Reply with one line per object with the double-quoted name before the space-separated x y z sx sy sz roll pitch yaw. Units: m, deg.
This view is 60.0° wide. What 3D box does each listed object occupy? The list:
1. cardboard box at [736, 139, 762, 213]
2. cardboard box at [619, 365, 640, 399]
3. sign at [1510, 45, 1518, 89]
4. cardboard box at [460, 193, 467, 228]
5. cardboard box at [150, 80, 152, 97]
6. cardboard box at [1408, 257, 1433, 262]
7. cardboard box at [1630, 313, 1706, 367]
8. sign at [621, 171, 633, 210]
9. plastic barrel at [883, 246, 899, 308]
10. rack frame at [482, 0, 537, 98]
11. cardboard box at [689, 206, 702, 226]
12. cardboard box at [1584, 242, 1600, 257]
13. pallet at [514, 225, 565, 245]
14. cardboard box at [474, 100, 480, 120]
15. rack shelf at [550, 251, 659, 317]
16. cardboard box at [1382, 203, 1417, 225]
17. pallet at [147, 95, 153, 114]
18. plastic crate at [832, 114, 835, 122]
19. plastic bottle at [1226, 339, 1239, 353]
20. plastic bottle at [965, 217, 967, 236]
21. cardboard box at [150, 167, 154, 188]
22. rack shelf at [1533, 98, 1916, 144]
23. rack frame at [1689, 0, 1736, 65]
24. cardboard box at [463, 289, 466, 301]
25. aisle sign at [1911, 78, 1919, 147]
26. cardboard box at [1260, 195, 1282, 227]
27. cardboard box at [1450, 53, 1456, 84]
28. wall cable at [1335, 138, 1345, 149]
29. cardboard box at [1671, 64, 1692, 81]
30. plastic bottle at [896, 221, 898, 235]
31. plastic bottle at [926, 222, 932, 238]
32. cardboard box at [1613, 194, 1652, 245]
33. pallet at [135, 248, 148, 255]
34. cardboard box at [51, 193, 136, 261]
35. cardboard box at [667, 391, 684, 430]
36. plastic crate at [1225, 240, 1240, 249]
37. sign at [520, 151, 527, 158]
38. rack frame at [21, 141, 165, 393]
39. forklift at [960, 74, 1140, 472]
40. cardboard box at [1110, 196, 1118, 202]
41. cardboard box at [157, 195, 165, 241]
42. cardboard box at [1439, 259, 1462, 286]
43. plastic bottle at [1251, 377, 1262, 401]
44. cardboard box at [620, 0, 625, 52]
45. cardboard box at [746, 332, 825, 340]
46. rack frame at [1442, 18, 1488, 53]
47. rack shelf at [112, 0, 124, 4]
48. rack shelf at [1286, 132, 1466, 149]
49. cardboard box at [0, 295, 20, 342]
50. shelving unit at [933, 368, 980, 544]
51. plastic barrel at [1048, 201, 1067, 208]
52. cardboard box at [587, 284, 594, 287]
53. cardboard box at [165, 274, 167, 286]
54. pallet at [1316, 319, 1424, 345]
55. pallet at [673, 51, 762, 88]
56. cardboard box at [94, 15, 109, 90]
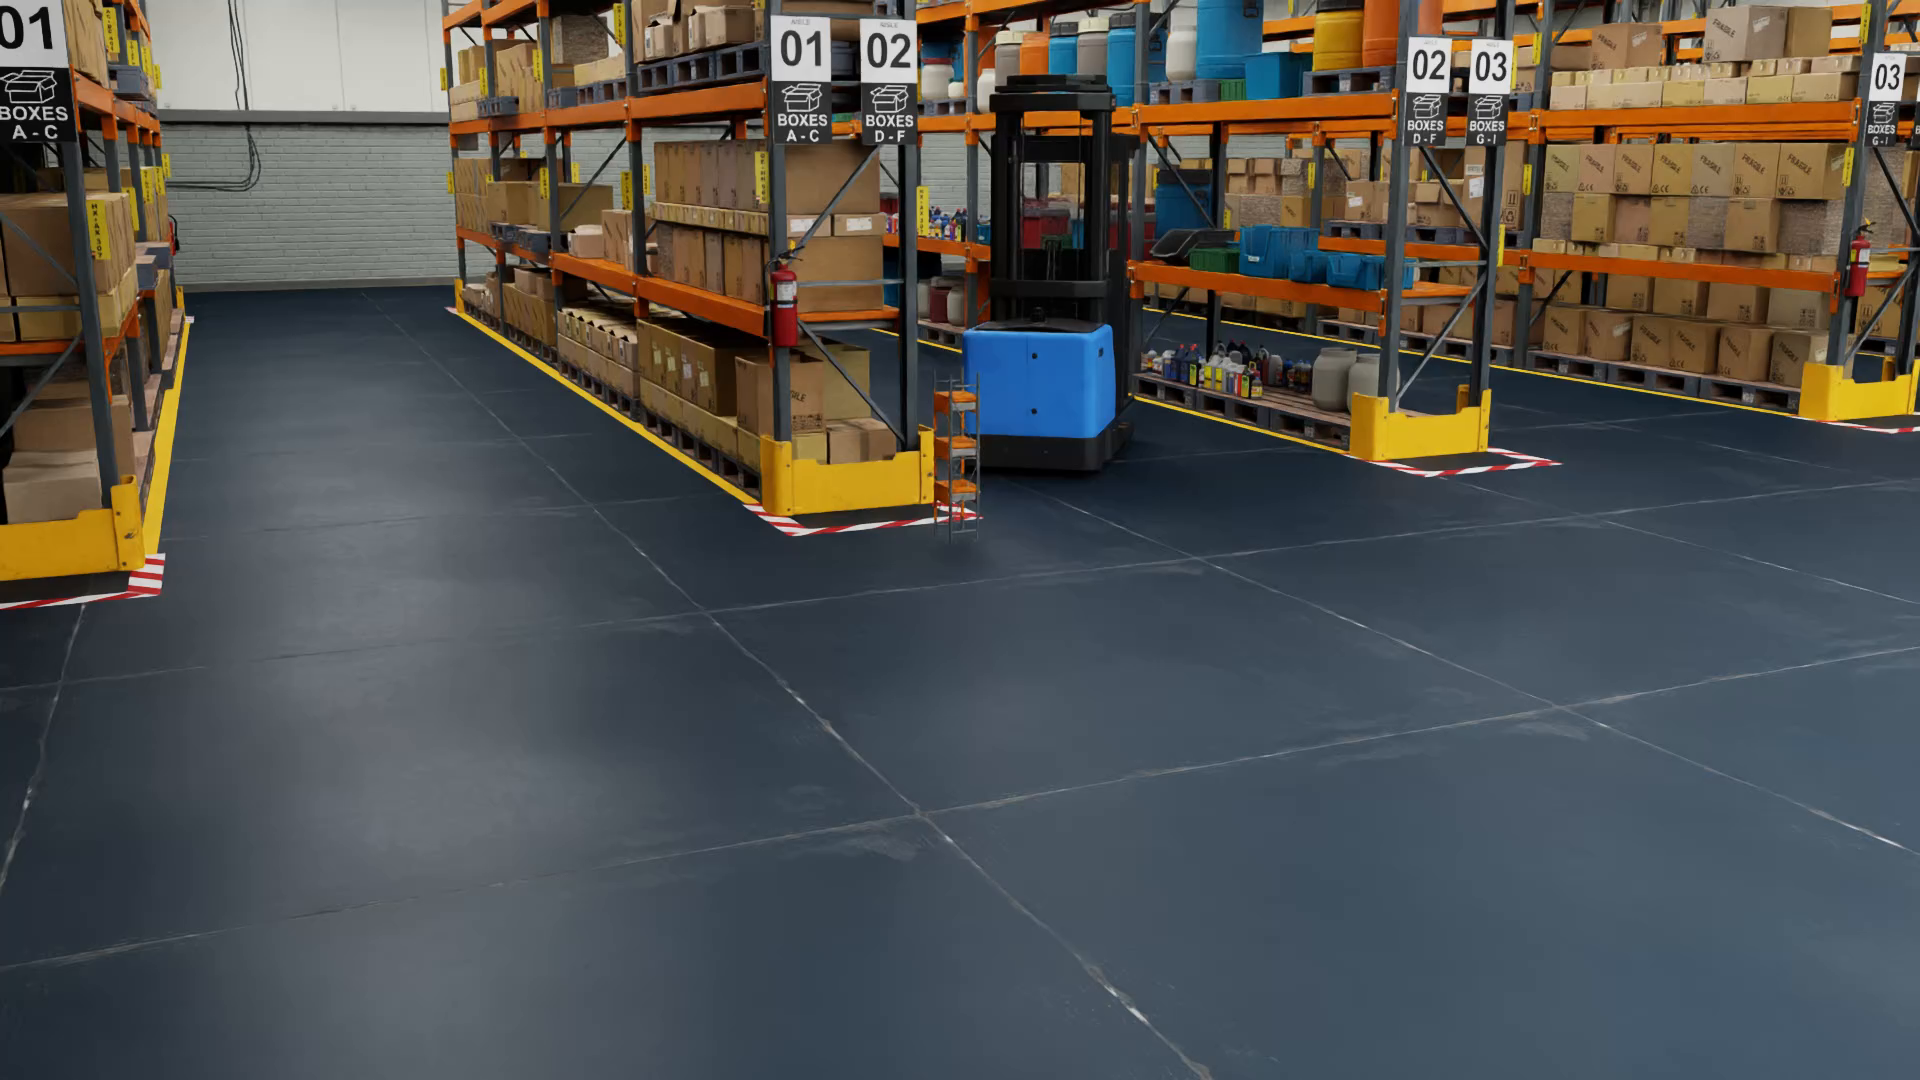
"cardboard box" -1.181 -2.605 11.873 0.700 0.500 0.500 -6 14 -24
"cardboard box" -2.803 -1.458 15.185 0.500 0.250 0.500 -6 14 -24
"sign" 4.277 -3.669 12.896 0.100 0.325 0.005 -6 14 -23
"cardboard box" -7.030 -4.840 24.409 0.500 0.500 0.500 -6 14 -24
"cardboard box" -10.552 -5.758 21.125 0.500 0.250 0.500 -6 14 -25
"cardboard box" 7.707 -4.663 27.938 0.380 0.149 0.250 -5 14 -21
"cardboard box" 7.388 -2.090 17.358 0.500 0.500 0.500 -7 15 -28
"sign" -2.864 -3.008 14.323 0.100 0.325 0.005 -6 14 -23
"plastic barrel" -0.833 -3.702 23.433 0.600 0.901 0.708 -6 14 -23
"rack frame" -5.576 -7.109 21.130 1.000 3.000 0.127 -6 14 -23
"cardboard box" -1.921 -2.560 13.117 0.380 0.149 0.250 -6 14 -25
"cardboard box" 6.840 -3.081 17.587 0.380 0.149 0.250 -6 14 -23
"pallet" -4.757 -3.668 19.992 1.003 0.211 1.213 -6 14 -23
"cardboard box" -6.205 -5.756 22.266 0.500 0.250 0.500 -6 14 -23
"rack shelf" -3.172 -2.597 16.532 1.077 0.370 4.000 -6 14 -23
"cardboard box" 5.566 -4.019 20.482 0.500 0.250 0.500 -6 14 -25
"pallet" -10.431 -5.327 20.276 1.003 0.211 1.213 -6 14 -23
"plastic crate" -1.693 -6.172 24.105 0.416 0.233 0.300 -6 14 -23
"plastic bottle" 2.691 -1.797 16.382 0.144 0.351 0.185 -6 14 -24
"plastic bottle" 0.134 -4.152 21.930 0.152 0.276 0.135 -6 14 -23
"cardboard box" -9.496 -4.127 18.961 0.500 0.250 0.500 -5 14 -22
"rack shelf" 7.508 -4.126 16.486 1.077 0.370 4.000 -6 14 -23
"rack frame" 15.527 -10.174 34.372 1.000 3.000 0.127 -6 14 -23
"cardboard box" -7.225 -3.678 24.916 0.380 0.166 0.250 -6 14 -23
"aisle sign" 8.609 -3.882 14.726 0.394 0.787 0.004 -6 14 -23
"cardboard box" 4.486 -4.486 22.879 0.500 0.500 0.500 -6 14 -23
"cardboard box" 5.925 -5.723 20.463 0.500 0.500 0.500 -5 14 -22
"wall cable" 8.700 -8.475 38.014 0.585 1.953 0.123 -6 14 -23
"cardboard box" 7.246 -4.599 16.386 0.380 0.149 0.250 -5 14 -22
"plastic bottle" -0.807 -4.189 22.256 0.097 0.201 0.097 0 13 0
"plastic bottle" -0.381 -3.969 21.307 0.097 0.201 0.097 0 13 0
"cardboard box" 7.291 -3.322 17.190 0.875 0.500 0.500 -6 14 -23
"pallet" -7.680 -2.413 14.570 1.003 0.211 1.213 -6 14 -23
"cardboard box" -6.436 -2.318 12.358 0.500 0.500 0.500 -6 14 -23
"cardboard box" -2.072 -1.068 13.499 0.500 0.250 0.500 -6 14 -23
"plastic crate" 2.861 -2.704 15.730 0.499 0.251 0.616 -6 14 -23
"sign" -6.661 -5.777 25.410 0.100 0.325 0.005 -6 14 -23
"rack frame" -8.511 -2.912 16.300 1.000 3.000 0.127 -6 14 -23
"forklift" 0.840 -2.224 13.480 1.130 2.935 3.031 3 13 13
"cardboard box" 2.671 -5.432 26.861 0.500 0.250 0.500 -5 14 -22
"cardboard box" -10.315 -3.998 20.327 0.980 0.700 0.700 -5 14 -22
"cardboard box" 8.141 -4.318 26.986 0.500 0.500 0.500 -5 14 -21
"plastic bottle" 2.634 -1.345 14.759 0.097 0.201 0.097 0 13 0
"cardboard box" -2.831 -4.739 15.277 0.500 0.500 0.500 -4 14 -18
"cardboard box" -1.378 -1.379 13.178 0.500 0.500 0.500 -6 14 -23
"rack frame" 8.088 -8.430 26.838 1.000 3.000 0.127 -6 14 -23
"rack shelf" -7.710 -4.876 13.964 1.077 0.370 4.000 -6 14 -23
"rack shelf" 7.287 -7.032 29.043 1.077 0.370 4.000 -6 14 -23
"cardboard box" -5.671 -1.275 9.514 0.500 0.250 0.500 -5 14 -22
"shelving unit" -0.021 -0.523 10.299 0.215 1.050 0.252 -6 14 -23
"plastic barrel" 1.174 -3.668 19.318 0.421 0.512 0.421 0 13 0
"cardboard box" -4.925 -3.004 21.266 0.500 0.500 0.500 -6 14 -23
"cardboard box" -10.289 -3.292 21.116 0.380 0.149 0.250 -5 14 -21
"pallet" 5.417 -2.734 21.715 1.003 0.211 1.213 -6 14 -23
"pallet" -1.521 -3.527 12.498 1.003 0.211 1.213 -6 14 -23
"cardboard box" -6.479 -3.523 12.021 0.500 0.500 0.500 -5 14 -21
